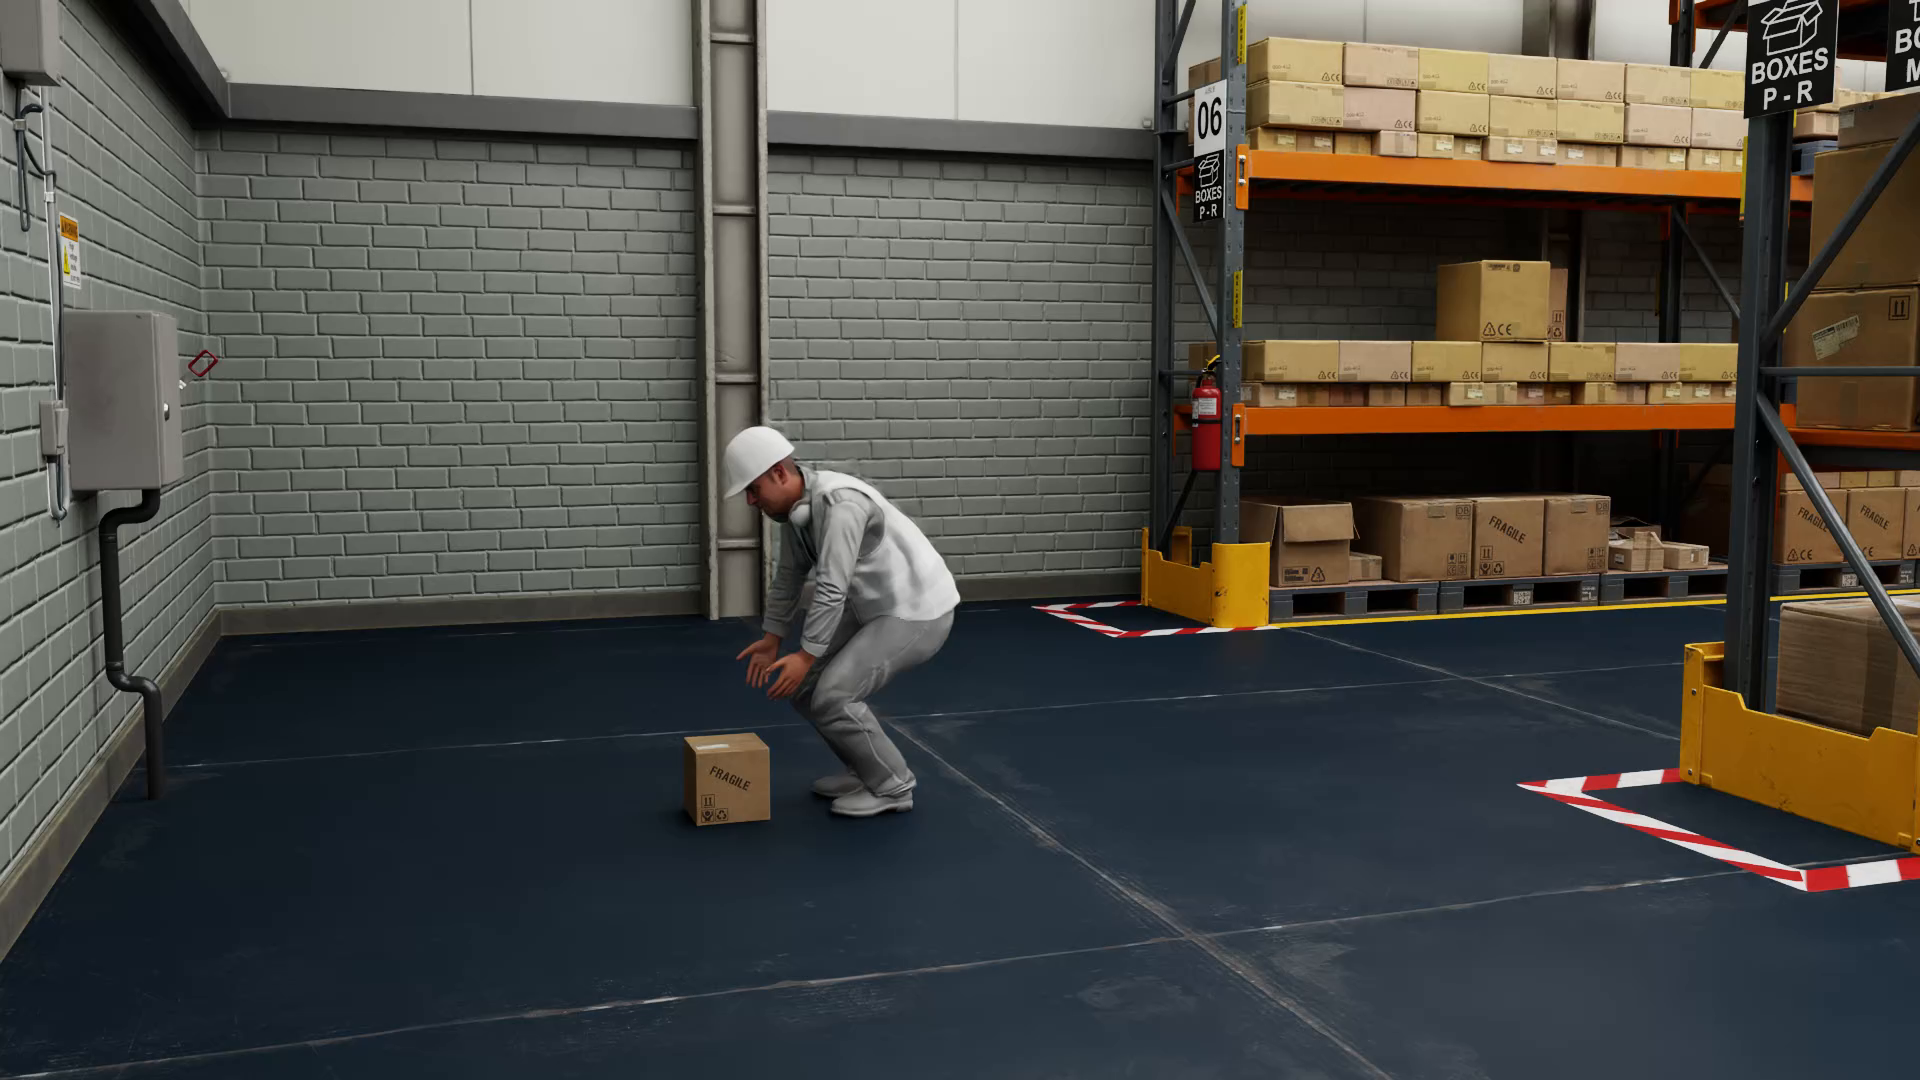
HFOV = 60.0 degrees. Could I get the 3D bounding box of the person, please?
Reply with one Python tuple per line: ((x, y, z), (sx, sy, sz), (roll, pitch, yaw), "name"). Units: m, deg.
((-0.405, 0.272, 5.719), (0.812, 1.329, 0.587), (-2, 6, -19), "person")
